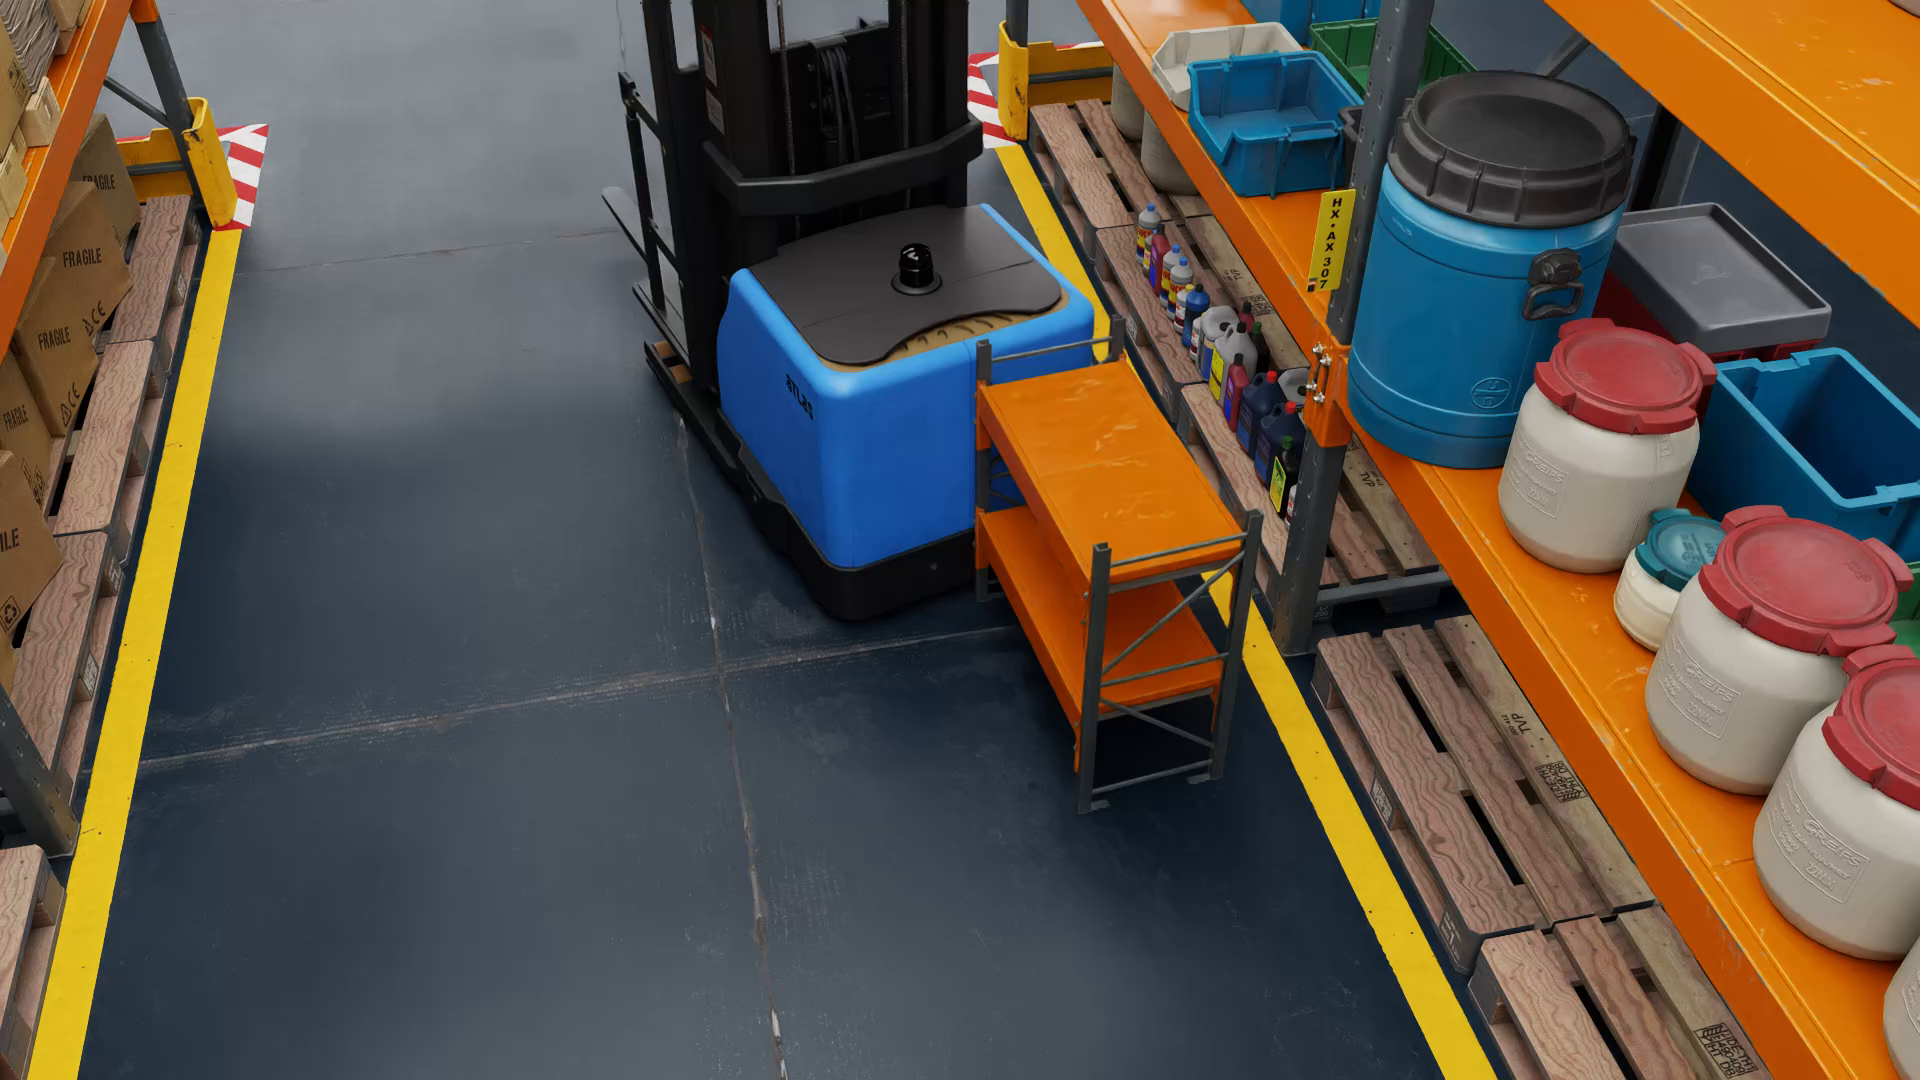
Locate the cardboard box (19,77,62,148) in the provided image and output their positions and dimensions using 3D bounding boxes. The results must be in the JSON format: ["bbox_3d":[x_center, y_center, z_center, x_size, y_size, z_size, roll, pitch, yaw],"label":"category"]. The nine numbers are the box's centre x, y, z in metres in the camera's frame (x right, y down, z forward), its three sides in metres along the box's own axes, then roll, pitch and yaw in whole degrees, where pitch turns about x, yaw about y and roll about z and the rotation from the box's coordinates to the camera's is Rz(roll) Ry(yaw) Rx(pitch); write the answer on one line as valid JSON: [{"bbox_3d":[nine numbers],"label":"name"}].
[{"bbox_3d":[-3.414,-1.494,5.863,0.380,0.149,0.250,-8,42,-9],"label":"cardboard box"}]

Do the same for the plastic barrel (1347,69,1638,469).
[{"bbox_3d":[1.384,-0.711,4.414,0.600,0.901,0.708,-8,42,-9],"label":"plastic barrel"}]

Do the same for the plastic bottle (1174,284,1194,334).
[{"bbox_3d":[0.937,-0.957,6.845,0.097,0.201,0.097,0,42,0],"label":"plastic bottle"}]

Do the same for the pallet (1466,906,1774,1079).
[{"bbox_3d":[2.070,1.521,4.377,1.003,0.211,1.213,-8,42,-9],"label":"pallet"}]

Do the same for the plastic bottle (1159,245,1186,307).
[{"bbox_3d":[0.894,-1.113,6.968,0.097,0.271,0.097,0,42,0],"label":"plastic bottle"}]

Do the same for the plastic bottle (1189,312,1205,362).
[{"bbox_3d":[0.981,-0.824,6.695,0.097,0.201,0.097,0,42,0],"label":"plastic bottle"}]

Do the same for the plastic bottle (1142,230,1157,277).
[{"bbox_3d":[0.842,-1.241,7.166,0.097,0.201,0.097,0,42,0],"label":"plastic bottle"}]

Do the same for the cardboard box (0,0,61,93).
[{"bbox_3d":[-3.721,-1.852,5.777,0.875,0.500,0.500,-8,42,-9],"label":"cardboard box"}]

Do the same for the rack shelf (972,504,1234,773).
[{"bbox_3d":[0.450,0.253,5.486,0.538,0.278,1.000,-12,43,-13],"label":"rack shelf"}]

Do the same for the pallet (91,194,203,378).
[{"bbox_3d":[-3.946,-1.077,7.304,1.003,0.211,1.213,-8,42,-9],"label":"pallet"}]

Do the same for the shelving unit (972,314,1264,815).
[{"bbox_3d":[0.450,0.070,5.324,0.538,1.125,1.048,-12,43,-13],"label":"shelving unit"}]

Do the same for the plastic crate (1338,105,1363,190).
[{"bbox_3d":[1.607,-1.152,5.335,0.767,0.338,0.504,-8,42,-9],"label":"plastic crate"}]

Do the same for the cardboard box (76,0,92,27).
[{"bbox_3d":[-3.683,-2.135,6.585,0.380,0.149,0.250,-8,42,-9],"label":"cardboard box"}]

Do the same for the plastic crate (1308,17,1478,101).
[{"bbox_3d":[1.579,-1.659,6.019,0.450,0.188,0.662,-8,42,-9],"label":"plastic crate"}]

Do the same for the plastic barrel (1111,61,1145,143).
[{"bbox_3d":[0.950,-2.221,8.051,0.421,0.512,0.421,0,42,0],"label":"plastic barrel"}]

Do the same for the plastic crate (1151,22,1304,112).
[{"bbox_3d":[0.998,-1.735,6.144,0.530,0.136,0.437,-8,42,-9],"label":"plastic crate"}]

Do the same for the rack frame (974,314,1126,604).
[{"bbox_3d":[0.293,-0.251,5.686,0.500,1.125,0.032,-12,43,-13],"label":"rack frame"}]

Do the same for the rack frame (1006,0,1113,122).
[{"bbox_3d":[0.733,-3.410,7.832,1.000,3.000,0.127,-8,42,-9],"label":"rack frame"}]

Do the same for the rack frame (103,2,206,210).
[{"bbox_3d":[-4.103,-2.701,7.033,1.000,3.000,0.127,-8,42,-9],"label":"rack frame"}]

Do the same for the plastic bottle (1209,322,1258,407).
[{"bbox_3d":[1.065,-0.701,6.445,0.144,0.351,0.185,-9,42,-10],"label":"plastic bottle"}]

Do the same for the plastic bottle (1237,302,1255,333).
[{"bbox_3d":[1.137,-0.798,6.604,0.061,0.283,0.133,-8,42,-9],"label":"plastic bottle"}]

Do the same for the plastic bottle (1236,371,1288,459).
[{"bbox_3d":[1.134,-0.492,6.209,0.144,0.351,0.185,-10,43,-11],"label":"plastic bottle"}]

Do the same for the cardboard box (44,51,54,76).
[{"bbox_3d":[-3.630,-1.803,6.210,0.380,0.149,0.250,-8,42,-9],"label":"cardboard box"}]

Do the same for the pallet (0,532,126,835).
[{"bbox_3d":[-3.419,0.505,5.522,1.003,0.211,1.213,-8,42,-9],"label":"pallet"}]

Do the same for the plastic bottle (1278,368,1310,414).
[{"bbox_3d":[1.274,-0.502,6.276,0.152,0.276,0.135,-8,42,-9],"label":"plastic bottle"}]

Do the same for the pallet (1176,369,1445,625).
[{"bbox_3d":[1.492,-0.216,6.334,1.003,0.211,1.213,-8,42,-9],"label":"pallet"}]

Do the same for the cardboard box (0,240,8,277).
[{"bbox_3d":[-3.192,-0.847,5.134,0.380,0.149,0.250,-8,42,-9],"label":"cardboard box"}]

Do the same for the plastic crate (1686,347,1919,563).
[{"bbox_3d":[2.138,-0.141,4.162,0.392,0.384,0.575,-8,42,-9],"label":"plastic crate"}]

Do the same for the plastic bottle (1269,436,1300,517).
[{"bbox_3d":[1.170,-0.231,5.965,0.061,0.283,0.133,-6,42,-7],"label":"plastic bottle"}]

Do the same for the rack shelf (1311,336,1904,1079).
[{"bbox_3d":[2.028,0.748,3.690,1.077,0.370,4.000,-8,42,-9],"label":"rack shelf"}]

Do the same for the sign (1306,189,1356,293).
[{"bbox_3d":[1.057,-0.849,4.739,0.100,0.325,0.005,-8,42,-9],"label":"sign"}]

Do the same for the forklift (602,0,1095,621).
[{"bbox_3d":[-0.667,-1.785,6.053,1.130,2.935,3.031,-19,45,-20],"label":"forklift"}]

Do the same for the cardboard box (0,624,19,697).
[{"bbox_3d":[-3.287,0.405,5.101,0.500,0.500,0.500,-10,42,-11],"label":"cardboard box"}]

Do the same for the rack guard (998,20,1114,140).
[{"bbox_3d":[0.795,-2.433,8.614,1.175,0.500,0.348,-8,42,-9],"label":"rack guard"}]

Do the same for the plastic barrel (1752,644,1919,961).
[{"bbox_3d":[1.840,0.539,3.281,0.433,0.535,0.433,0,42,0],"label":"plastic barrel"}]

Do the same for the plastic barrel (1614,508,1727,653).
[{"bbox_3d":[1.732,0.114,3.966,0.301,0.262,0.301,0,42,0],"label":"plastic barrel"}]

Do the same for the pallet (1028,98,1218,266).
[{"bbox_3d":[0.965,-1.798,8.116,1.003,0.211,1.213,-8,42,-9],"label":"pallet"}]

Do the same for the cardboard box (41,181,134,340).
[{"bbox_3d":[-3.822,-1.133,6.834,0.500,0.500,0.500,2,42,2],"label":"cardboard box"}]

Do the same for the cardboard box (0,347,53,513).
[{"bbox_3d":[-3.629,-0.356,5.959,0.500,0.500,0.500,-12,43,-13],"label":"cardboard box"}]

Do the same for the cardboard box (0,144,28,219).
[{"bbox_3d":[-3.329,-1.167,5.494,0.380,0.149,0.250,-8,42,-9],"label":"cardboard box"}]
